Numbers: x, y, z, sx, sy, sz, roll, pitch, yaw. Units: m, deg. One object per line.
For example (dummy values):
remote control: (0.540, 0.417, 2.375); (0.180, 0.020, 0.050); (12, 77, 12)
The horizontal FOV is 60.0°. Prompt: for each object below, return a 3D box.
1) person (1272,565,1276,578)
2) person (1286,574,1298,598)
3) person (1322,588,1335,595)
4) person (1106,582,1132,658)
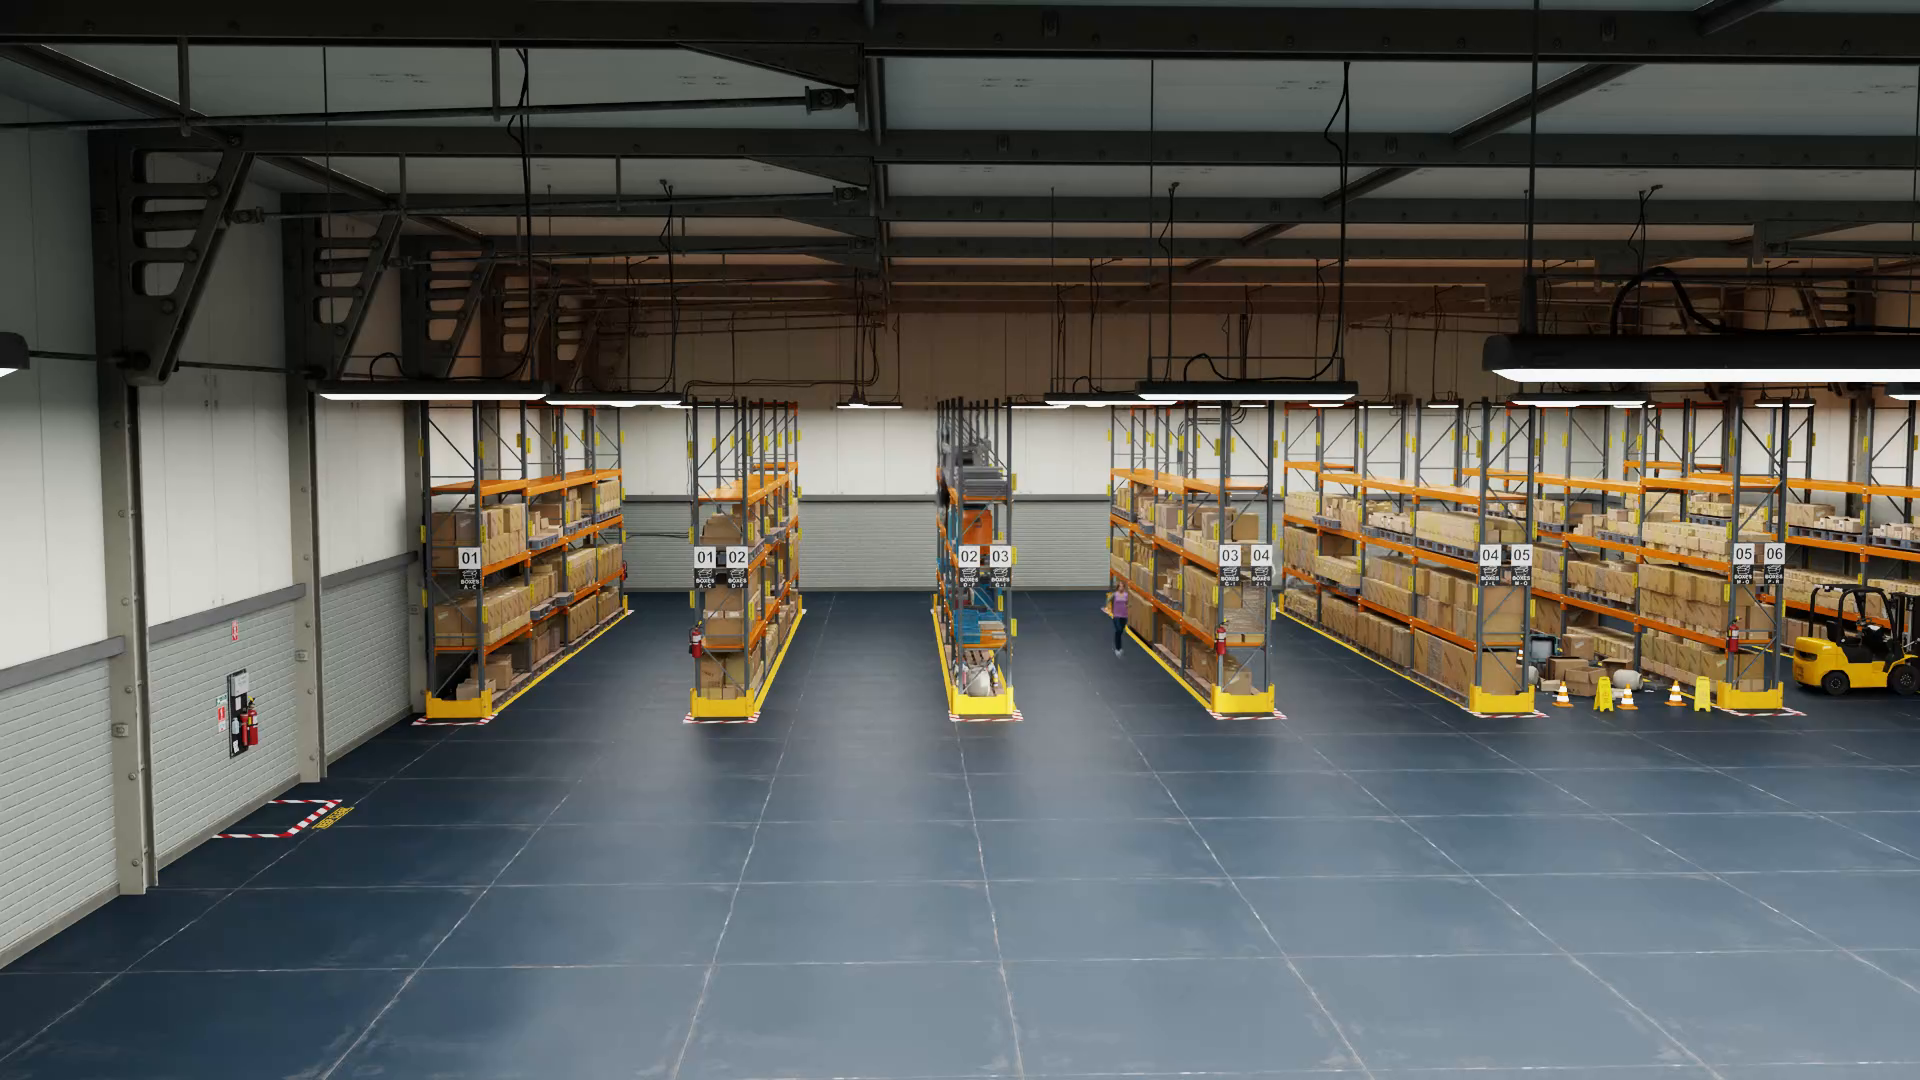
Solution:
person: (8.879, 1.206, 48.486); (0.498, 1.556, 0.618); (-3, 5, -30)
person: (9.830, 1.074, 49.083); (0.640, 1.766, 0.662); (2, 5, 26)
person: (10.852, 1.070, 49.006); (0.775, 1.820, 0.691); (0, 4, 2)
person: (3.578, 1.773, 37.195); (0.503, 1.689, 0.684); (-1, 5, -15)
